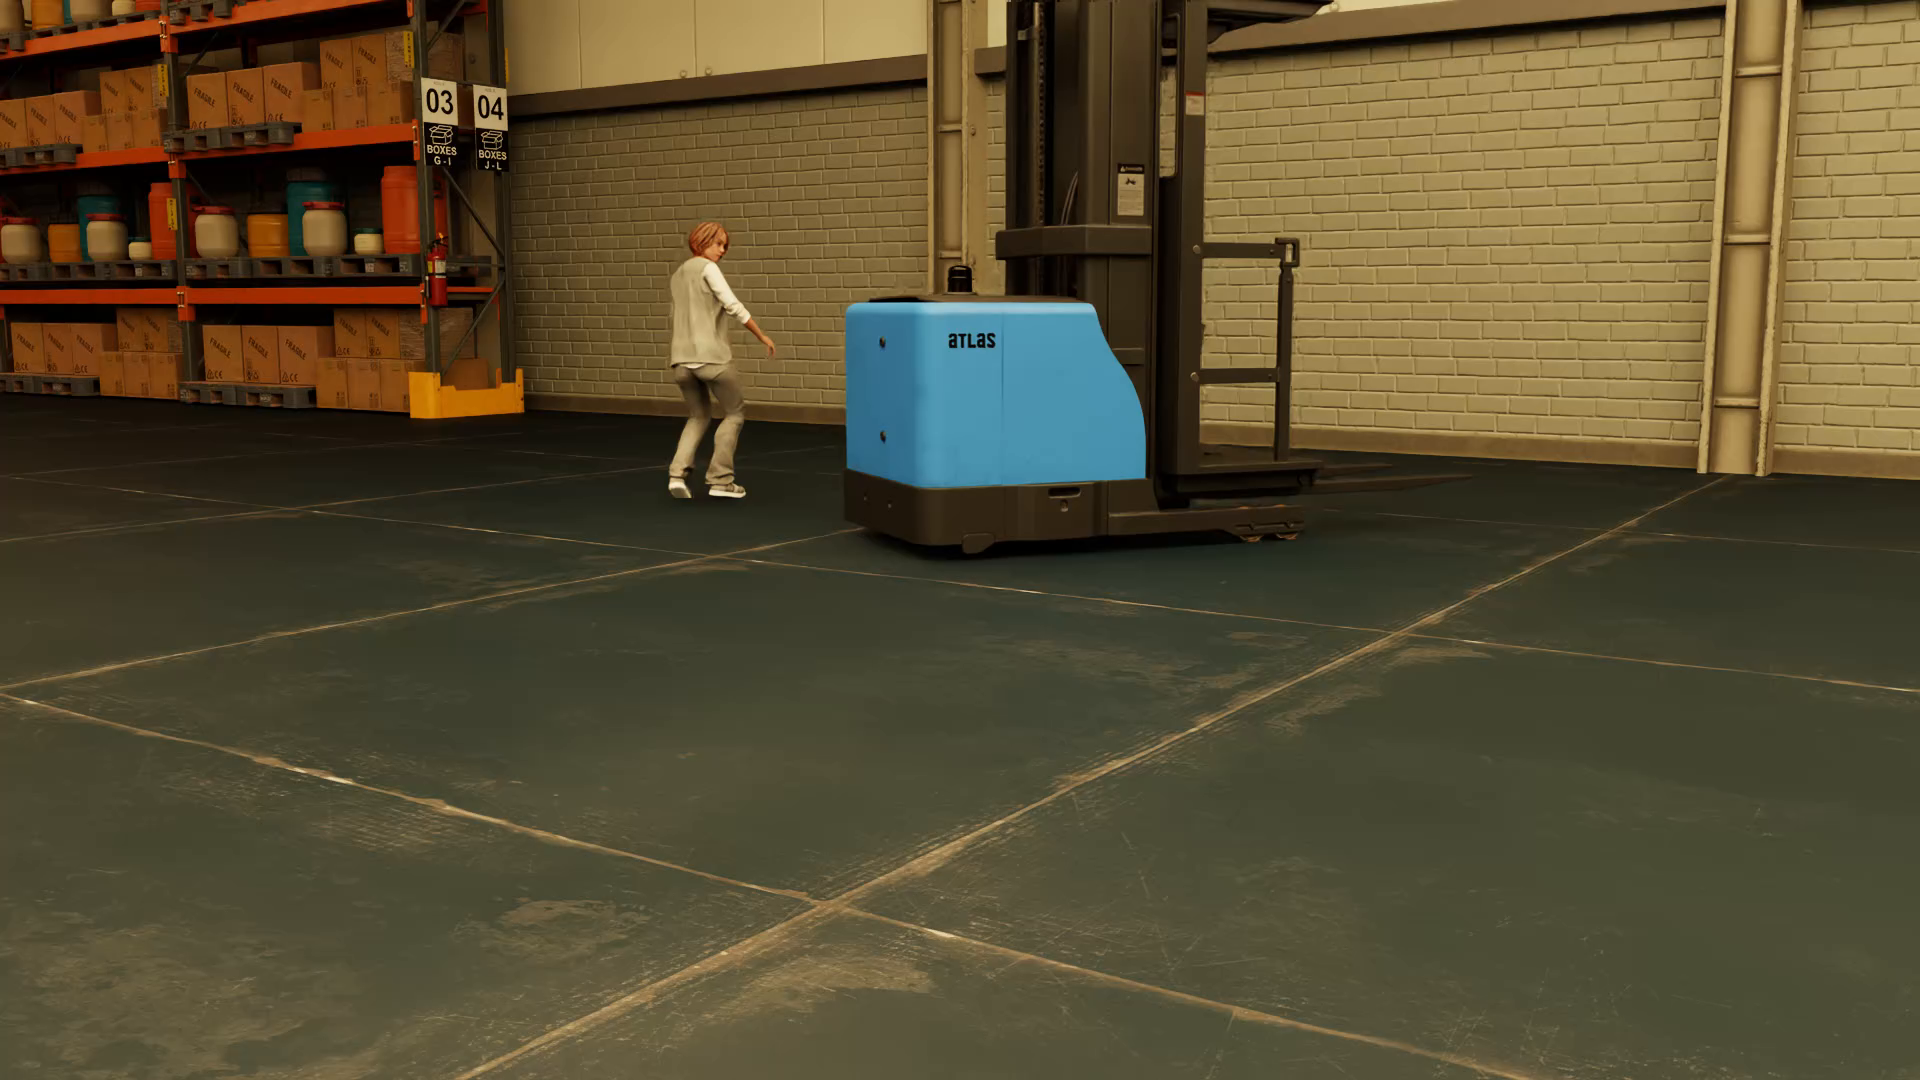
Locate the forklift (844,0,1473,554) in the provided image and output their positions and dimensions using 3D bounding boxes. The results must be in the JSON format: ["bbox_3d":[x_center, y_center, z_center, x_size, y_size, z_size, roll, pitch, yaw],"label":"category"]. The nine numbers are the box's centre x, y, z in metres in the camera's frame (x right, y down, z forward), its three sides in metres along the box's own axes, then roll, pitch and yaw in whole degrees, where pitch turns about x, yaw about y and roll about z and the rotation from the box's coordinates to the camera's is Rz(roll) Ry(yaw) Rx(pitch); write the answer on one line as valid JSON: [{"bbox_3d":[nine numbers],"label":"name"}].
[{"bbox_3d":[1.023,-1.503,7.764,3.031,2.935,1.130,-4,9,-23],"label":"forklift"}]

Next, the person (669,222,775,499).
[{"bbox_3d":[-1.328,-0.978,9.132,0.676,1.513,0.648,5,10,33],"label":"person"}]
